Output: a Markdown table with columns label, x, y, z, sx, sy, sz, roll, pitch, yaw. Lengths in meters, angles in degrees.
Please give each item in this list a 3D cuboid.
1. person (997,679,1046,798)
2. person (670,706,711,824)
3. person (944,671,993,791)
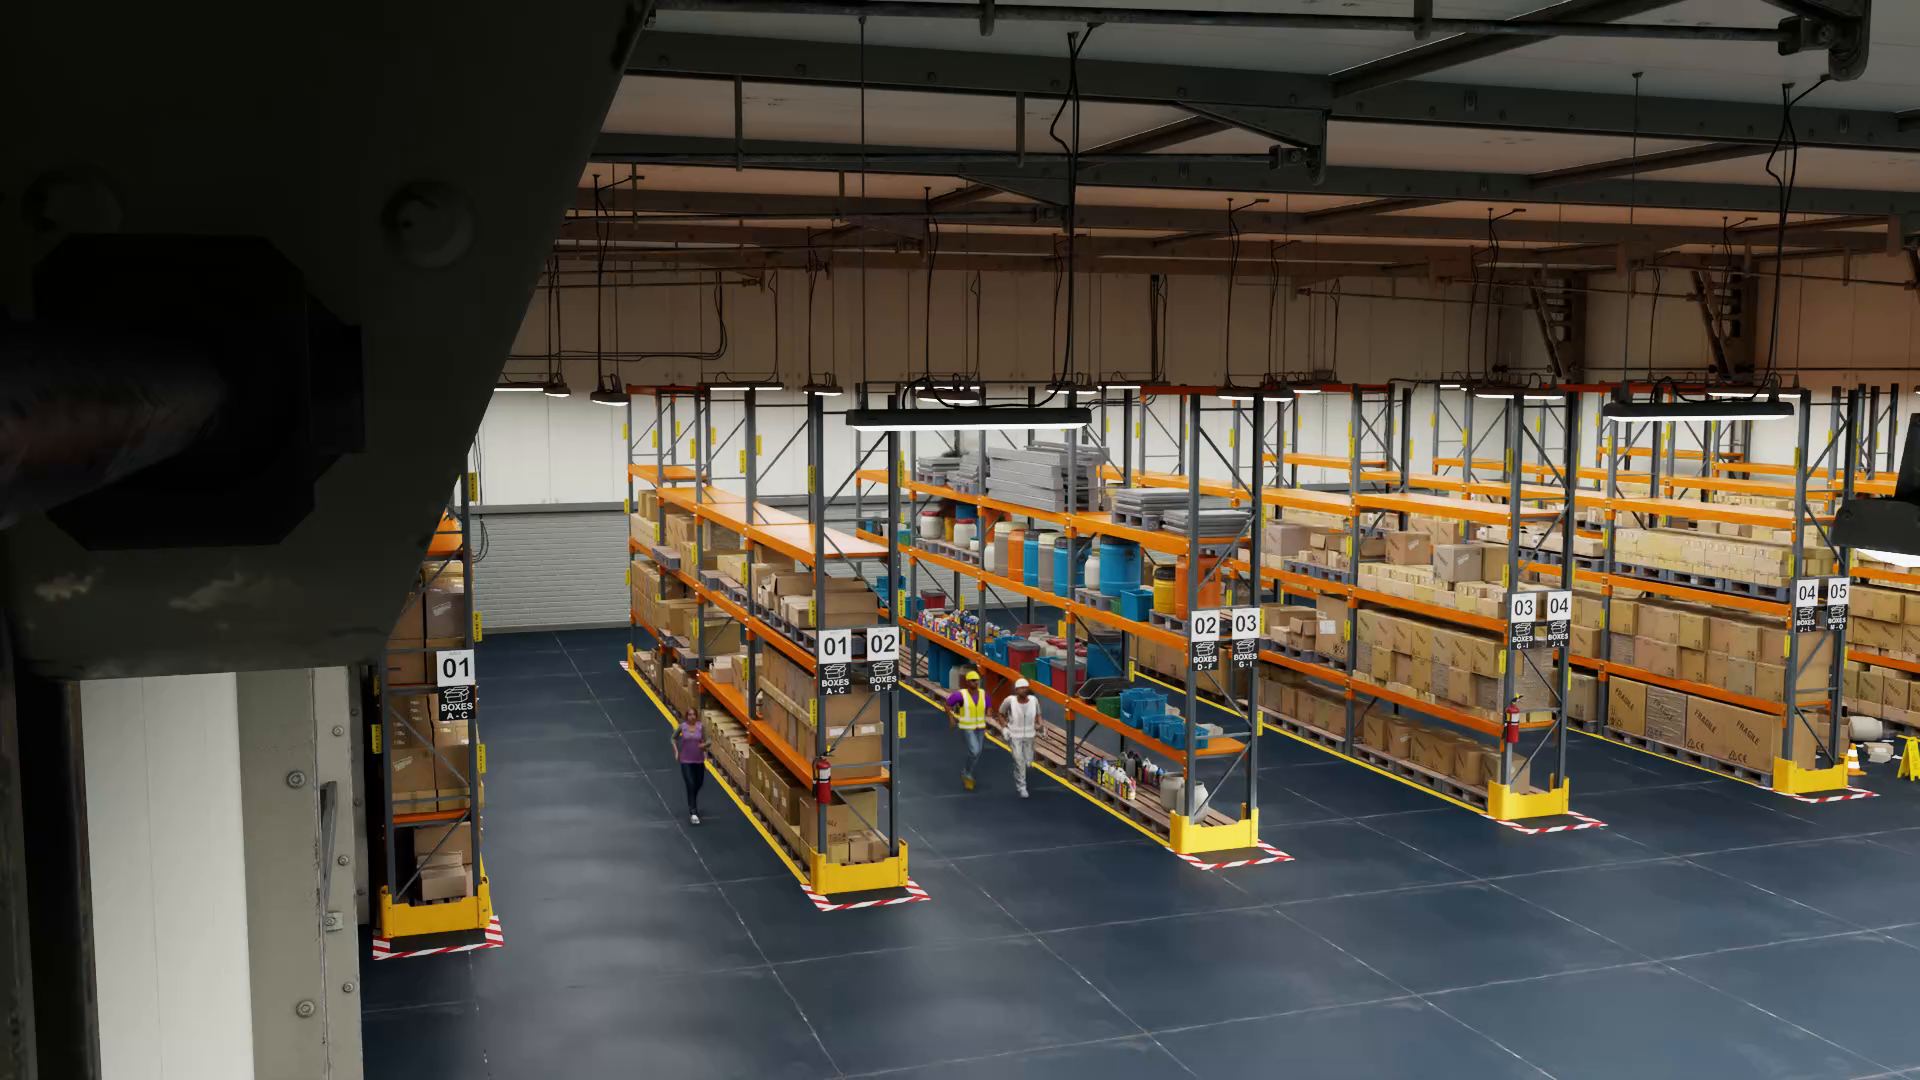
| label | x | y | z | sx | sy | sz | roll | pitch | yaw |
| --- | --- | --- | --- | --- | --- | --- | --- | --- | --- |
| person | 0.888 | 2.910 | 24.807 | 0.663 | 1.746 | 0.786 | -2 | 6 | -16 |
| person | -3.766 | 3.114 | 23.351 | 0.540 | 1.580 | 0.889 | -2 | 6 | -21 |
| person | 0.192 | 2.871 | 25.083 | 0.670 | 1.801 | 0.728 | -3 | 7 | -30 |
